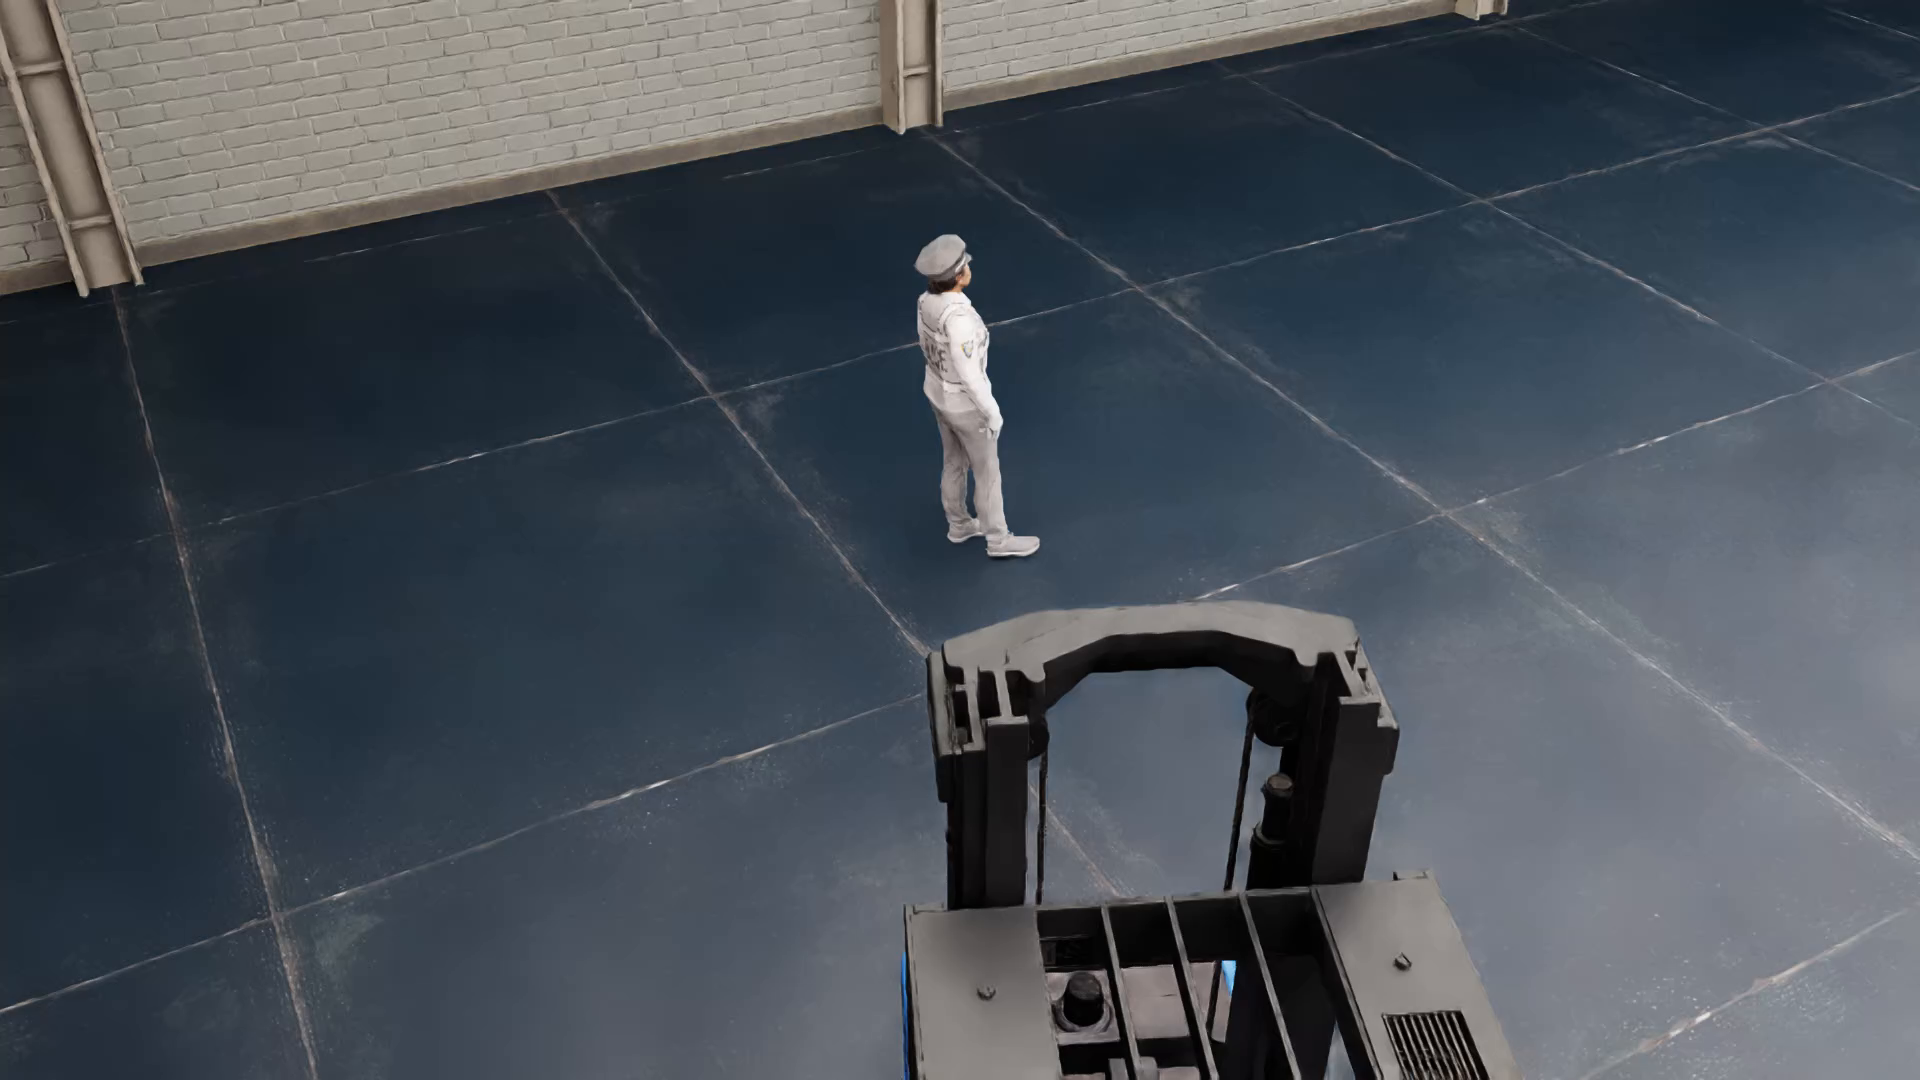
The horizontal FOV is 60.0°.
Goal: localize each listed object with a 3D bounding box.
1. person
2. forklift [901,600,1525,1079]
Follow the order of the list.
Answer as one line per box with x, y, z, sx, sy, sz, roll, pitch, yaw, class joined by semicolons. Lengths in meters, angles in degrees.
0.063;-0.713;8.190;0.532;1.695;0.586;-17;39;-23;person
0.454;1.713;3.699;1.130;2.935;3.031;-3;35;-4;forklift
